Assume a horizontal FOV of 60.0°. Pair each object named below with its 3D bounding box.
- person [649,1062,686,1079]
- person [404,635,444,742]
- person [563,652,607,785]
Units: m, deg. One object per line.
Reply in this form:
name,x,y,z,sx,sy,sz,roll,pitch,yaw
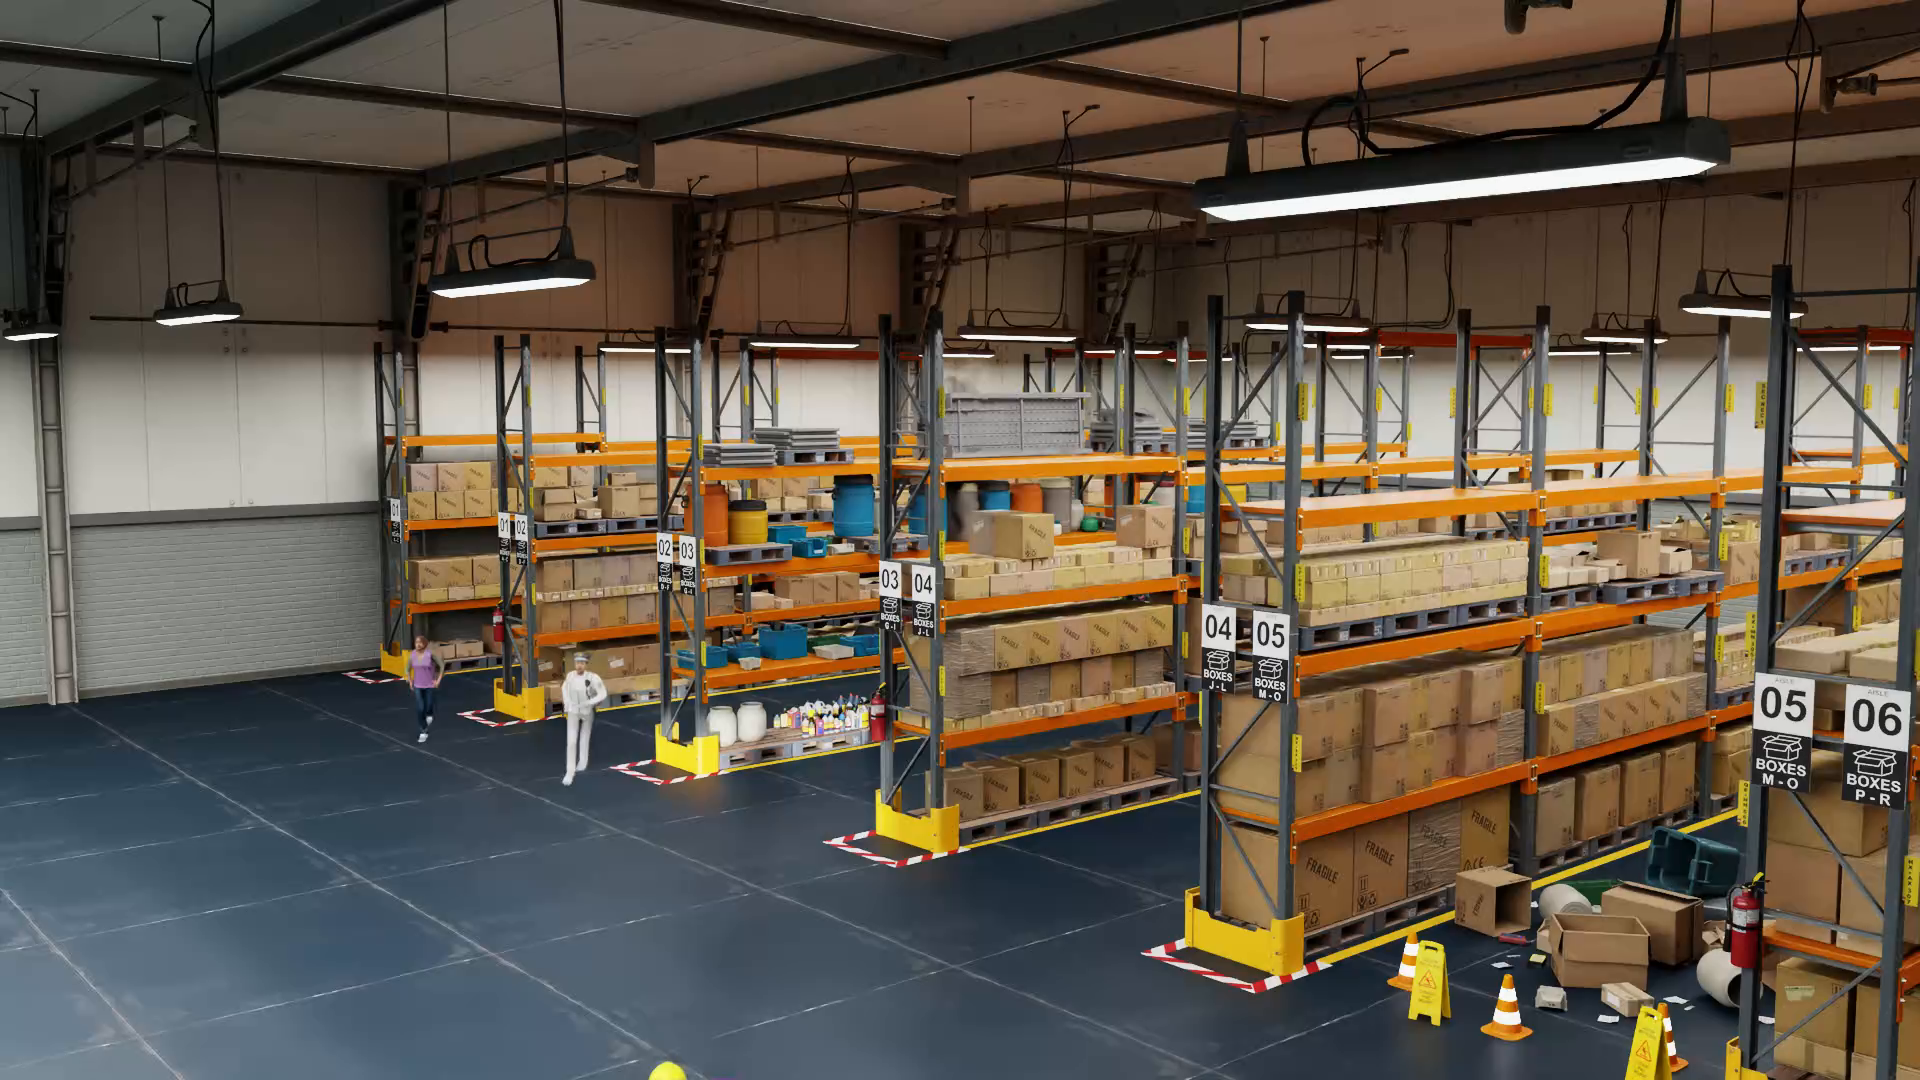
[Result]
person,-1.469,3.517,8.451,0.700,1.771,0.963,-1,5,-8
person,-7.891,2.170,24.525,0.561,1.576,0.606,-1,5,-8
person,-4.973,2.317,22.042,0.614,1.731,0.795,0,5,-3
